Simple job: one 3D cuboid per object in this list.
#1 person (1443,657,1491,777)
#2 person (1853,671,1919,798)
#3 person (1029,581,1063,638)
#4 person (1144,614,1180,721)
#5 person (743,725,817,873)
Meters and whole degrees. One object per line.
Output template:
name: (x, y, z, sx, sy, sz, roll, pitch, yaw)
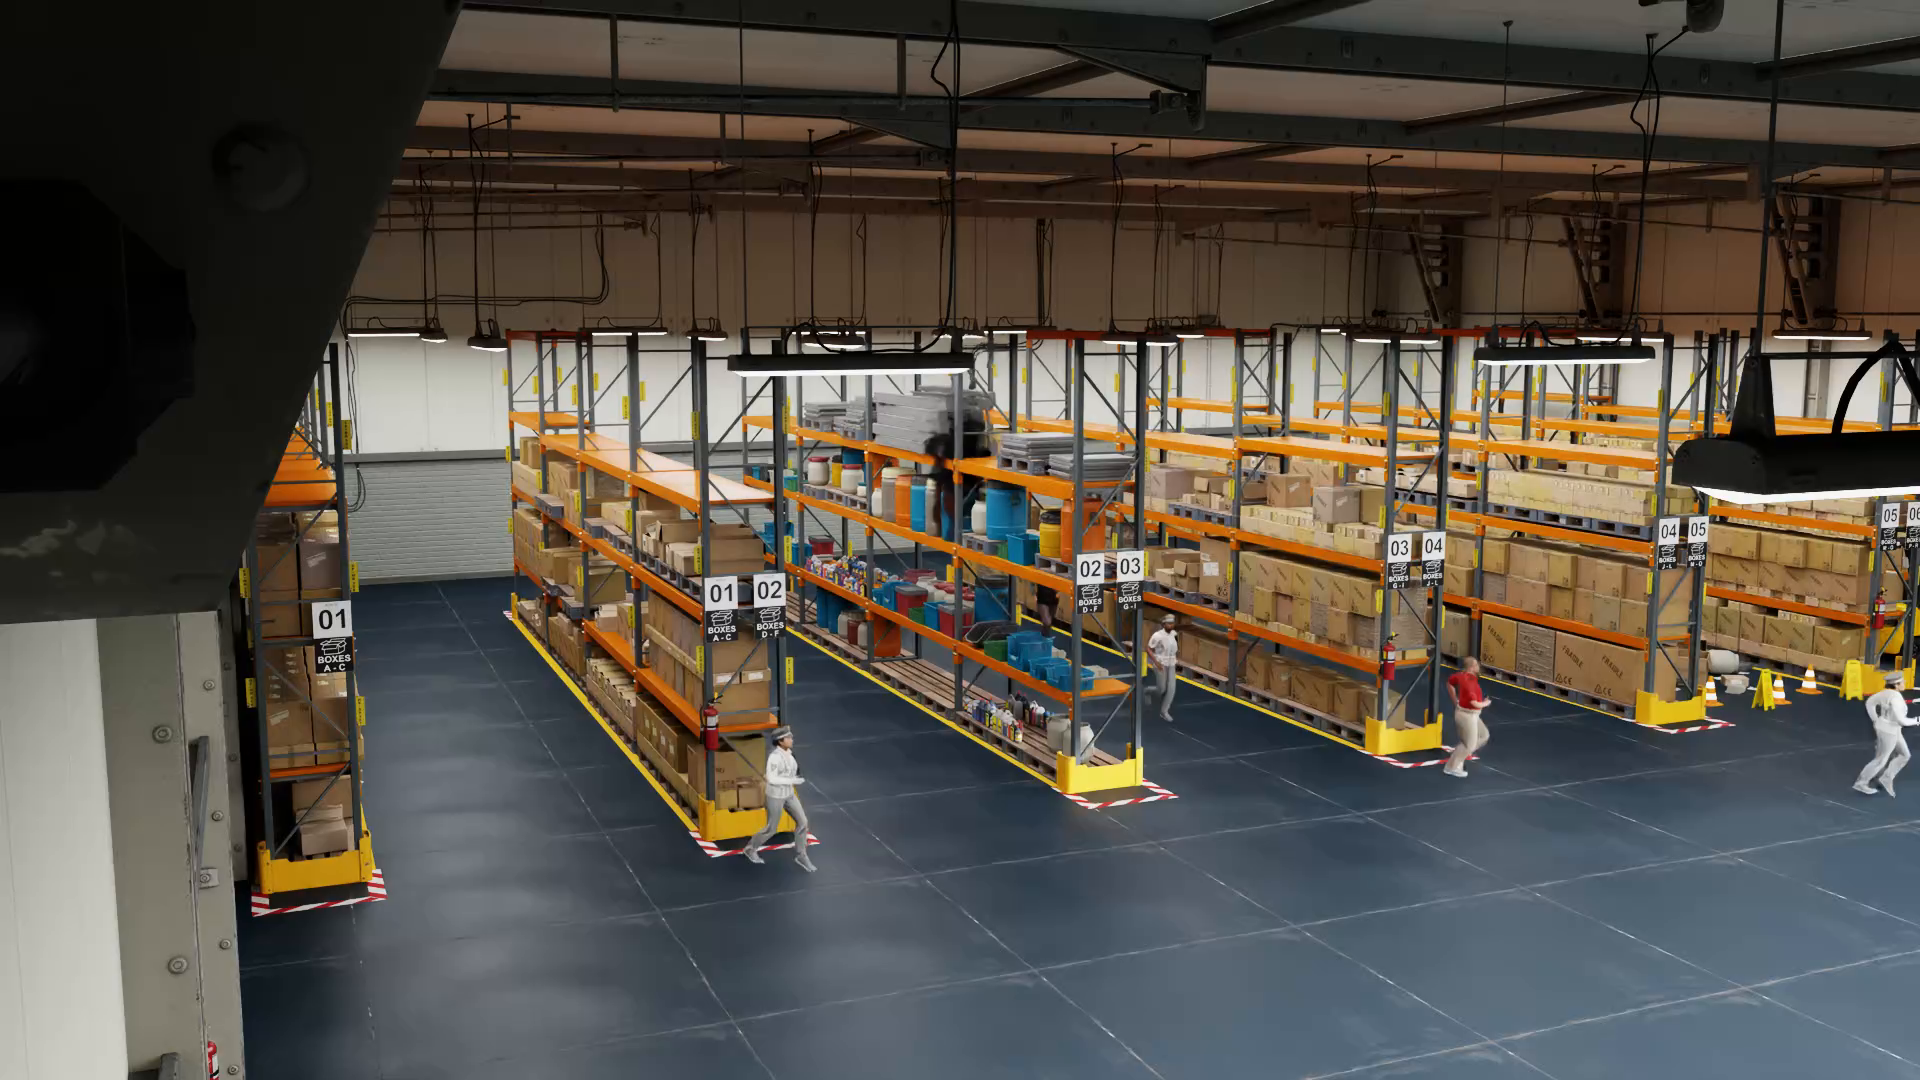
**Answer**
person: (6.943, 2.425, 22.706, 0.599, 1.682, 0.672, 2, 8, 13)
person: (12.179, 2.548, 21.778, 0.778, 1.708, 0.574, 3, 8, 19)
person: (1.638, 1.235, 31.243, 0.650, 1.772, 0.814, -3, 8, -20)
person: (3.197, 1.967, 26.211, 0.598, 1.672, 0.689, -5, 9, -32)
person: (-2.070, 2.939, 18.942, 0.878, 1.716, 0.639, 3, 8, 20)
